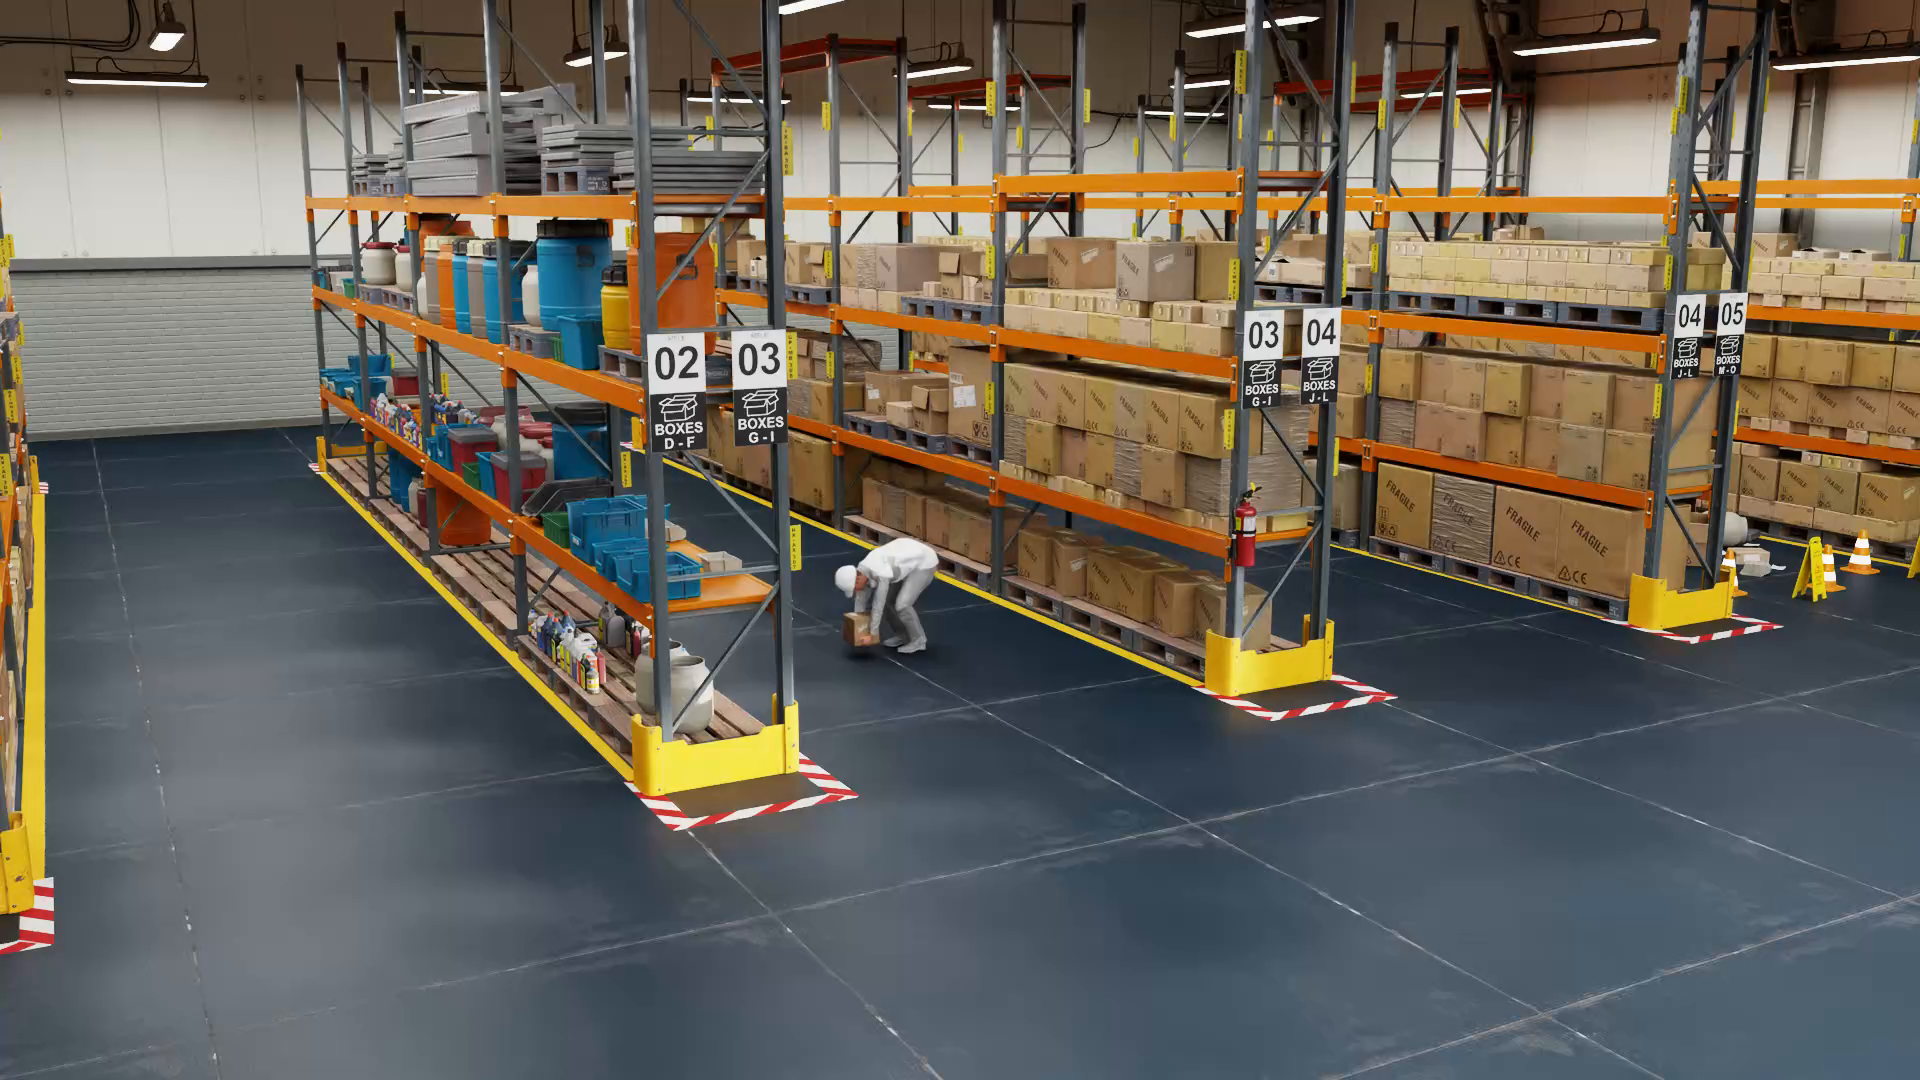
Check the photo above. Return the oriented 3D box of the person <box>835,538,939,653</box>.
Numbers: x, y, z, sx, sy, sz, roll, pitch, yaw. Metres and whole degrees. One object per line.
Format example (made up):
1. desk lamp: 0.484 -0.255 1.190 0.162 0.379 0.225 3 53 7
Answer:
1. person: -0.682 0.520 15.196 1.003 1.028 0.499 -7 13 -31
